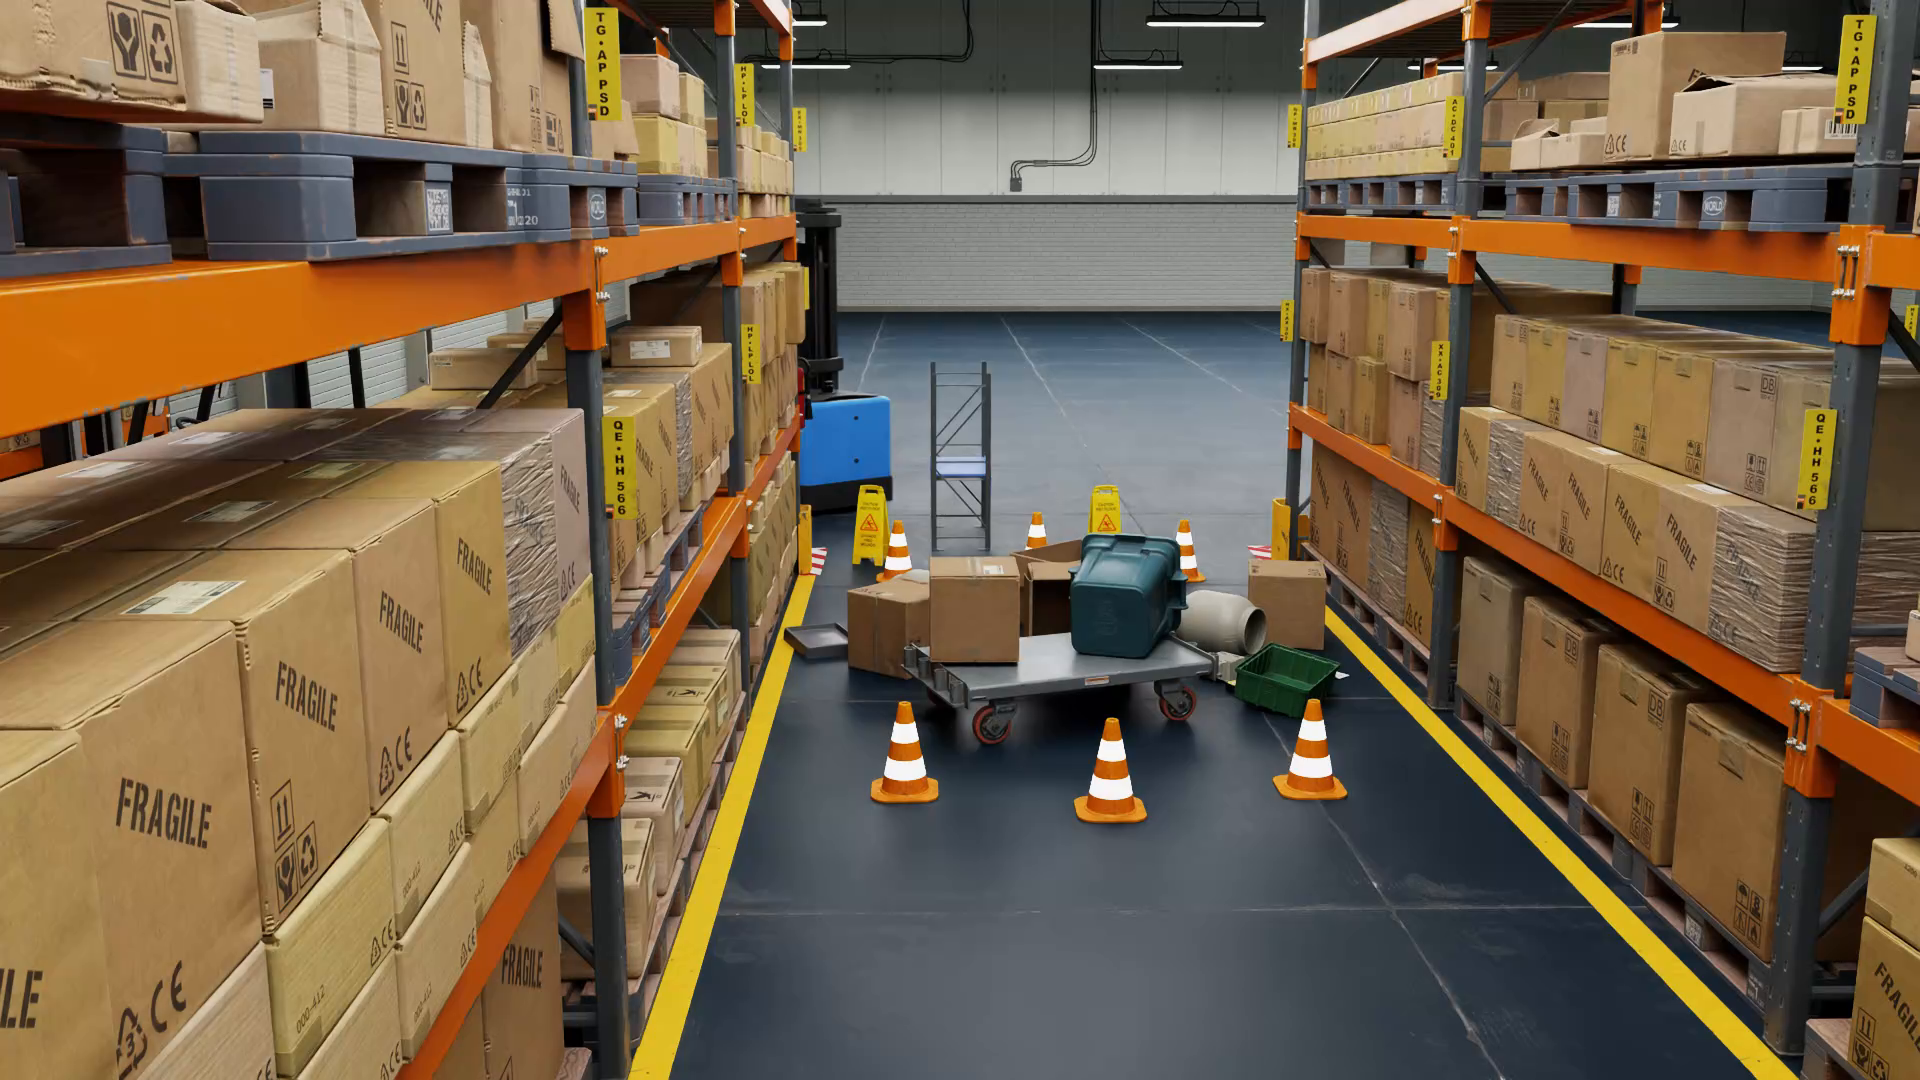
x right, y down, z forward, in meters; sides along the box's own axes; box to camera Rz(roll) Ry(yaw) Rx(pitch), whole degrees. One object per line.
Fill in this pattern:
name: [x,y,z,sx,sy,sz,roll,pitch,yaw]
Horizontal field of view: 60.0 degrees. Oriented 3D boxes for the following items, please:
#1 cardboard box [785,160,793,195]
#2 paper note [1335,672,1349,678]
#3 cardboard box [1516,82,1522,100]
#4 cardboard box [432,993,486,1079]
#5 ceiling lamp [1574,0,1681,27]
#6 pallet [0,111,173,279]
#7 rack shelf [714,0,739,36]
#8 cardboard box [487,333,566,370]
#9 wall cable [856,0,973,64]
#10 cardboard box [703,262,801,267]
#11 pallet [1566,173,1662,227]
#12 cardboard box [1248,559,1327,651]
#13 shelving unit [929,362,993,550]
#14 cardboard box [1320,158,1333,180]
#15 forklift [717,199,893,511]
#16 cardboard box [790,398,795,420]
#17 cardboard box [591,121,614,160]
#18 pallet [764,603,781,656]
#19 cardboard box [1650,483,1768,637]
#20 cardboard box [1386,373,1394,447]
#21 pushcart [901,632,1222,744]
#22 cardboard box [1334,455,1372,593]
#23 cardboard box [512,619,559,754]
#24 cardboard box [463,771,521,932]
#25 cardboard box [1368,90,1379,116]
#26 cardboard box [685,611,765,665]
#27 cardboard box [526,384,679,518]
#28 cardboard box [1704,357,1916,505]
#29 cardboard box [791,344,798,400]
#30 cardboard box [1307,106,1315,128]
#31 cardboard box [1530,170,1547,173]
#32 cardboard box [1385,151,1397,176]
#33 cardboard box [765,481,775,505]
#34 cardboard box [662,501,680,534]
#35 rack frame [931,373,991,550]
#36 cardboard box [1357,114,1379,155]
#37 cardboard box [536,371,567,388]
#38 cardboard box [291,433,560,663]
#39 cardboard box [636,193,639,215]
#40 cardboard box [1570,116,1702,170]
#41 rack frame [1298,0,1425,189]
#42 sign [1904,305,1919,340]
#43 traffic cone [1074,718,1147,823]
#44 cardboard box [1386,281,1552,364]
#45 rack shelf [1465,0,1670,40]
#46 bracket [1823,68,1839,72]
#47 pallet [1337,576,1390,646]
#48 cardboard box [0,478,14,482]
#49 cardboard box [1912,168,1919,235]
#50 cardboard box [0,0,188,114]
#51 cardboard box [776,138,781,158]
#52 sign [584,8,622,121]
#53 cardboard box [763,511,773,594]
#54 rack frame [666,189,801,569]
cardboard box: [-1.505,-2.687,12.343,0.500,0.250,0.500,0,11,-2]
paper note: [2.325,0.835,10.367,0.147,0.020,0.142,-10,15,-40]
cardboard box: [3.560,-2.708,10.137,0.380,0.149,0.250,0,11,-2]
cardboard box: [-1.674,1.496,3.930,0.875,0.875,0.875,0,11,0]
ceiling lamp: [11.209,-10.346,28.241,2.000,3.185,0.800,0,11,-1]
pallet: [-1.605,-0.418,2.012,0.805,0.209,1.217,-1,11,-3]
rack shelf: [-1.661,-2.444,6.787,1.077,0.370,4.000,0,11,-1]
cardboard box: [-1.921,-0.858,7.556,0.380,0.149,0.250,0,11,2]
wall cable: [-1.194,-13.783,43.530,3.097,2.526,0.112,0,11,-1]
cardboard box: [-1.556,-1.829,12.516,0.700,0.500,0.500,-1,11,-3]
pallet: [3.235,-1.423,6.958,1.003,0.211,1.213,0,11,1]
cardboard box: [2.186,0.429,11.180,0.500,0.500,0.500,2,12,9]
shelving unit: [-0.002,-0.752,14.494,0.538,1.500,1.048,0,11,-1]
cardboard box: [2.859,-2.717,12.188,0.380,0.149,0.250,0,11,-1]
forklift: [-1.966,-1.925,16.677,1.130,2.935,3.031,-9,15,-38]
cardboard box: [-1.447,-0.999,12.568,0.380,0.149,0.250,0,11,-2]
cardboard box: [-1.629,-1.362,5.934,0.700,0.500,0.500,0,11,-1]
pallet: [-1.780,0.540,11.365,1.003,0.211,1.213,0,11,-1]
cardboard box: [3.040,0.068,6.427,0.500,0.500,0.500,0,11,-1]
cardboard box: [3.297,-0.854,10.848,0.875,0.550,0.550,0,11,-1]
pushcart: [0.576,0.816,9.588,1.648,0.377,0.936,-4,12,-21]
cardboard box: [3.262,-0.141,11.995,0.875,0.875,0.875,0,11,-2]
cardboard box: [-1.341,0.371,4.306,0.500,0.250,0.500,-1,11,-3]
cardboard box: [-1.329,0.720,3.844,0.500,0.250,0.500,0,11,-2]
cardboard box: [2.886,-2.856,10.867,0.380,0.149,0.250,0,11,0]
cardboard box: [-1.445,0.573,10.047,0.500,0.250,0.500,-1,11,-4]
cardboard box: [-1.433,-0.355,6.708,0.500,0.500,0.500,0,11,0]
cardboard box: [3.316,-0.424,6.338,0.700,0.500,0.500,0,11,-2]
cardboard box: [-1.498,-1.333,12.586,0.500,0.500,0.500,0,11,-2]
cardboard box: [2.850,-3.210,12.613,0.380,0.149,0.250,0,11,-1]
cardboard box: [3.569,-2.217,9.724,0.380,0.149,0.250,0,11,-1]
cardboard box: [2.896,-2.365,10.452,0.380,0.149,0.250,0,11,0]
cardboard box: [-1.408,-0.293,10.799,0.380,0.149,0.250,0,11,2]
cardboard box: [-1.426,-0.124,7.203,0.380,0.149,0.250,0,11,1]
rack frame: [0.009,-0.651,13.995,0.500,1.500,0.032,0,11,-1]
cardboard box: [2.947,-2.685,11.025,0.500,0.250,0.500,0,11,-1]
cardboard box: [-1.951,-0.456,7.207,0.500,0.500,0.500,-1,11,-3]
cardboard box: [-1.329,0.010,4.200,0.500,0.500,0.500,0,11,0]
cardboard box: [-1.931,-1.909,9.511,0.380,0.149,0.250,0,11,0]
cardboard box: [3.419,-2.002,8.408,0.500,0.250,0.500,0,11,-1]
rack frame: [3.162,-4.226,12.754,1.000,3.000,0.127,0,11,-1]
sign: [7.580,-1.708,13.255,0.100,0.325,0.005,0,11,-1]
traffic cone: [0.729,1.088,8.034,0.336,0.463,0.334,0,11,-1]
cardboard box: [3.270,-1.383,10.740,0.875,0.550,0.550,0,11,-1]
rack shelf: [3.286,-2.484,6.987,1.077,0.370,4.000,0,11,-1]
bracket: [22.839,-12.314,43.568,0.076,0.066,3.189,0,11,-1]
pallet: [3.279,0.482,11.654,1.003,0.211,1.213,0,11,-1]
cardboard box: [-6.913,-0.277,11.725,0.500,0.250,0.500,0,11,-2]
cardboard box: [3.073,-1.100,4.639,0.500,0.500,0.500,0,11,-1]
cardboard box: [-1.265,-0.761,1.913,0.500,0.500,0.500,0,11,-2]
cardboard box: [-1.492,-2.815,11.970,0.380,0.149,0.250,0,11,-2]
sign: [-1.065,-1.418,4.959,0.100,0.325,0.005,0,11,-1]
cardboard box: [-1.468,0.100,10.497,0.500,0.500,0.500,0,11,1]
rack frame: [-1.785,-1.245,13.151,1.000,3.000,0.127,0,11,-1]
